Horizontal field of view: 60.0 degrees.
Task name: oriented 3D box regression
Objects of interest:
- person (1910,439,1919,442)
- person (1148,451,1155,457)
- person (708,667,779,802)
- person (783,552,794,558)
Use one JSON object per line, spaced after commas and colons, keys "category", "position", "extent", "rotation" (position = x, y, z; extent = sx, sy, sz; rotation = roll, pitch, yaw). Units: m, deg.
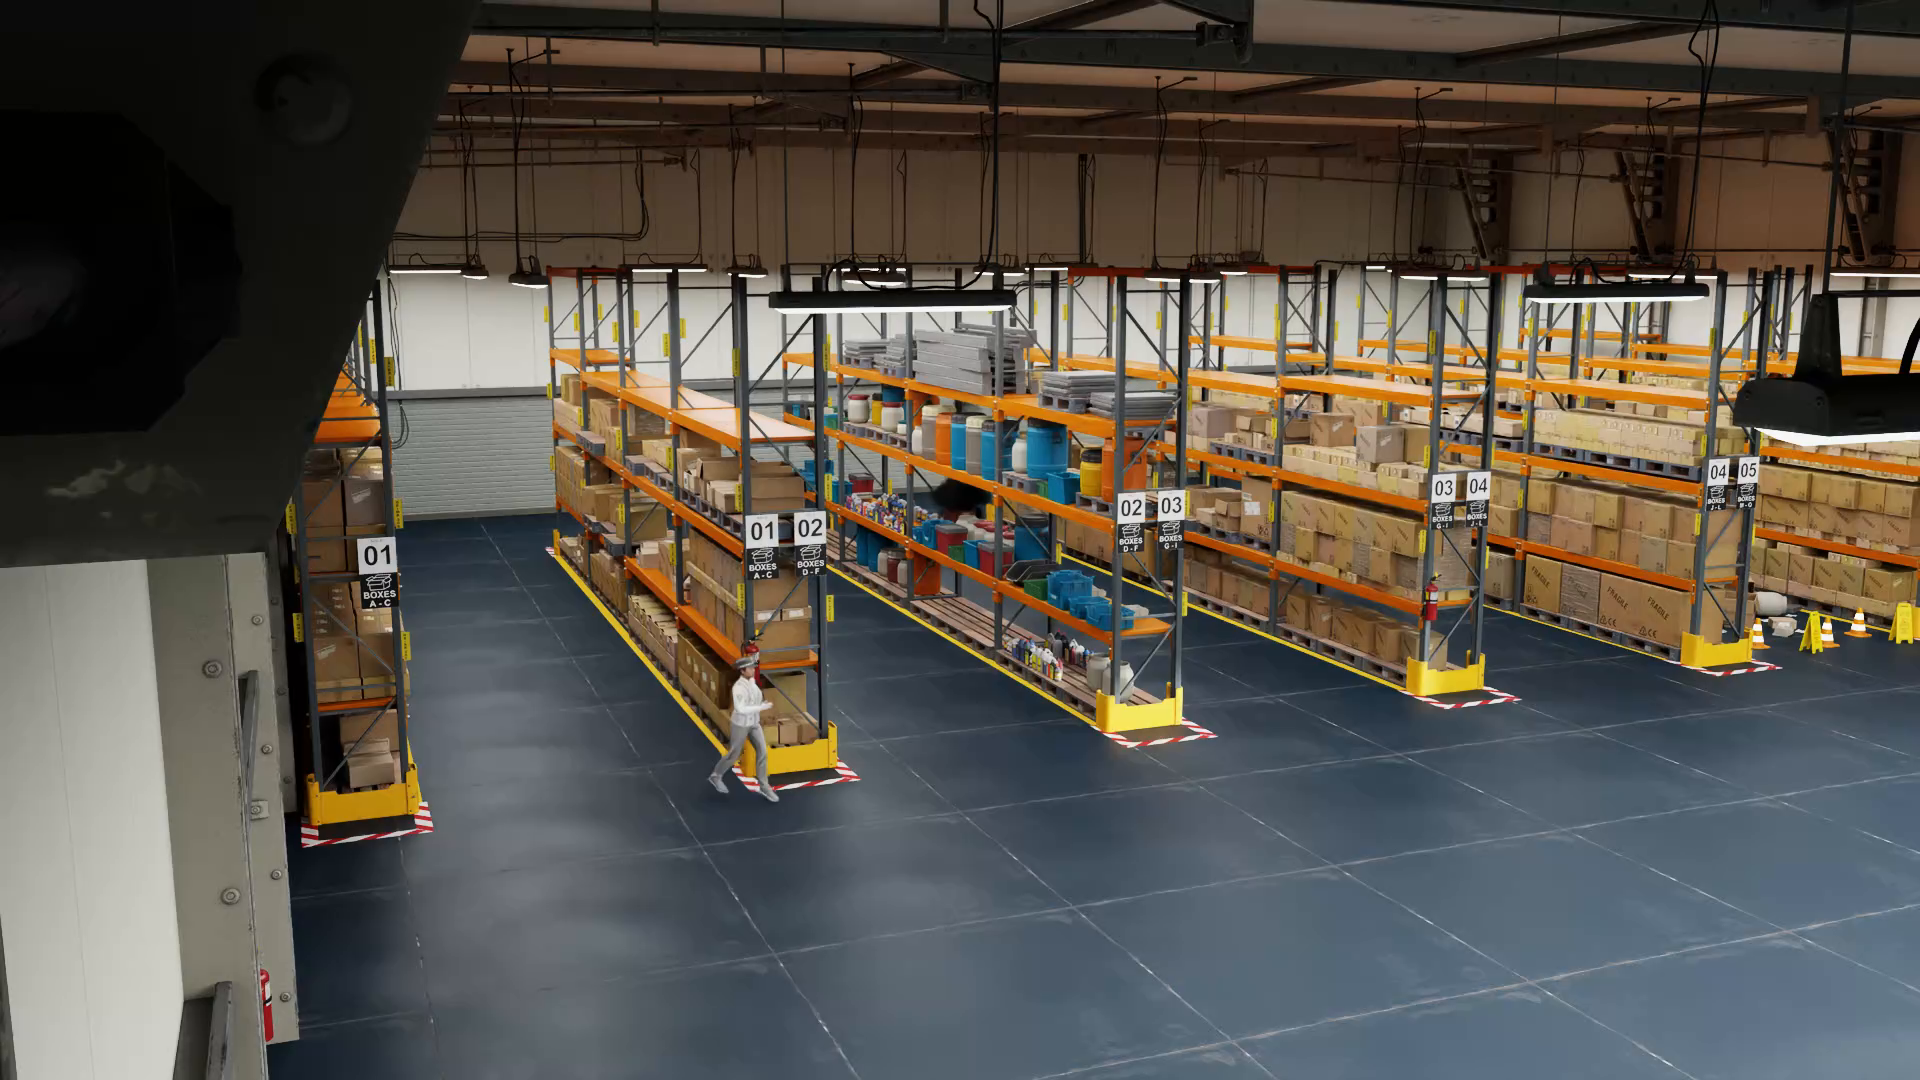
{"category": "person", "position": [15.509, -0.821, 31.522], "extent": [3.103, 3.285, 7.662], "rotation": [-5, 11, -26]}
{"category": "person", "position": [4.481, -1.277, 39.206], "extent": [0.551, 1.632, 0.653], "rotation": [-2, 10, -11]}
{"category": "person", "position": [-2.517, 2.188, 19.272], "extent": [0.883, 1.670, 0.589], "rotation": [4, 11, 23]}
{"category": "person", "position": [-3.334, -0.117, 32.209], "extent": [0.532, 1.537, 1.045], "rotation": [-3, 10, -17]}
